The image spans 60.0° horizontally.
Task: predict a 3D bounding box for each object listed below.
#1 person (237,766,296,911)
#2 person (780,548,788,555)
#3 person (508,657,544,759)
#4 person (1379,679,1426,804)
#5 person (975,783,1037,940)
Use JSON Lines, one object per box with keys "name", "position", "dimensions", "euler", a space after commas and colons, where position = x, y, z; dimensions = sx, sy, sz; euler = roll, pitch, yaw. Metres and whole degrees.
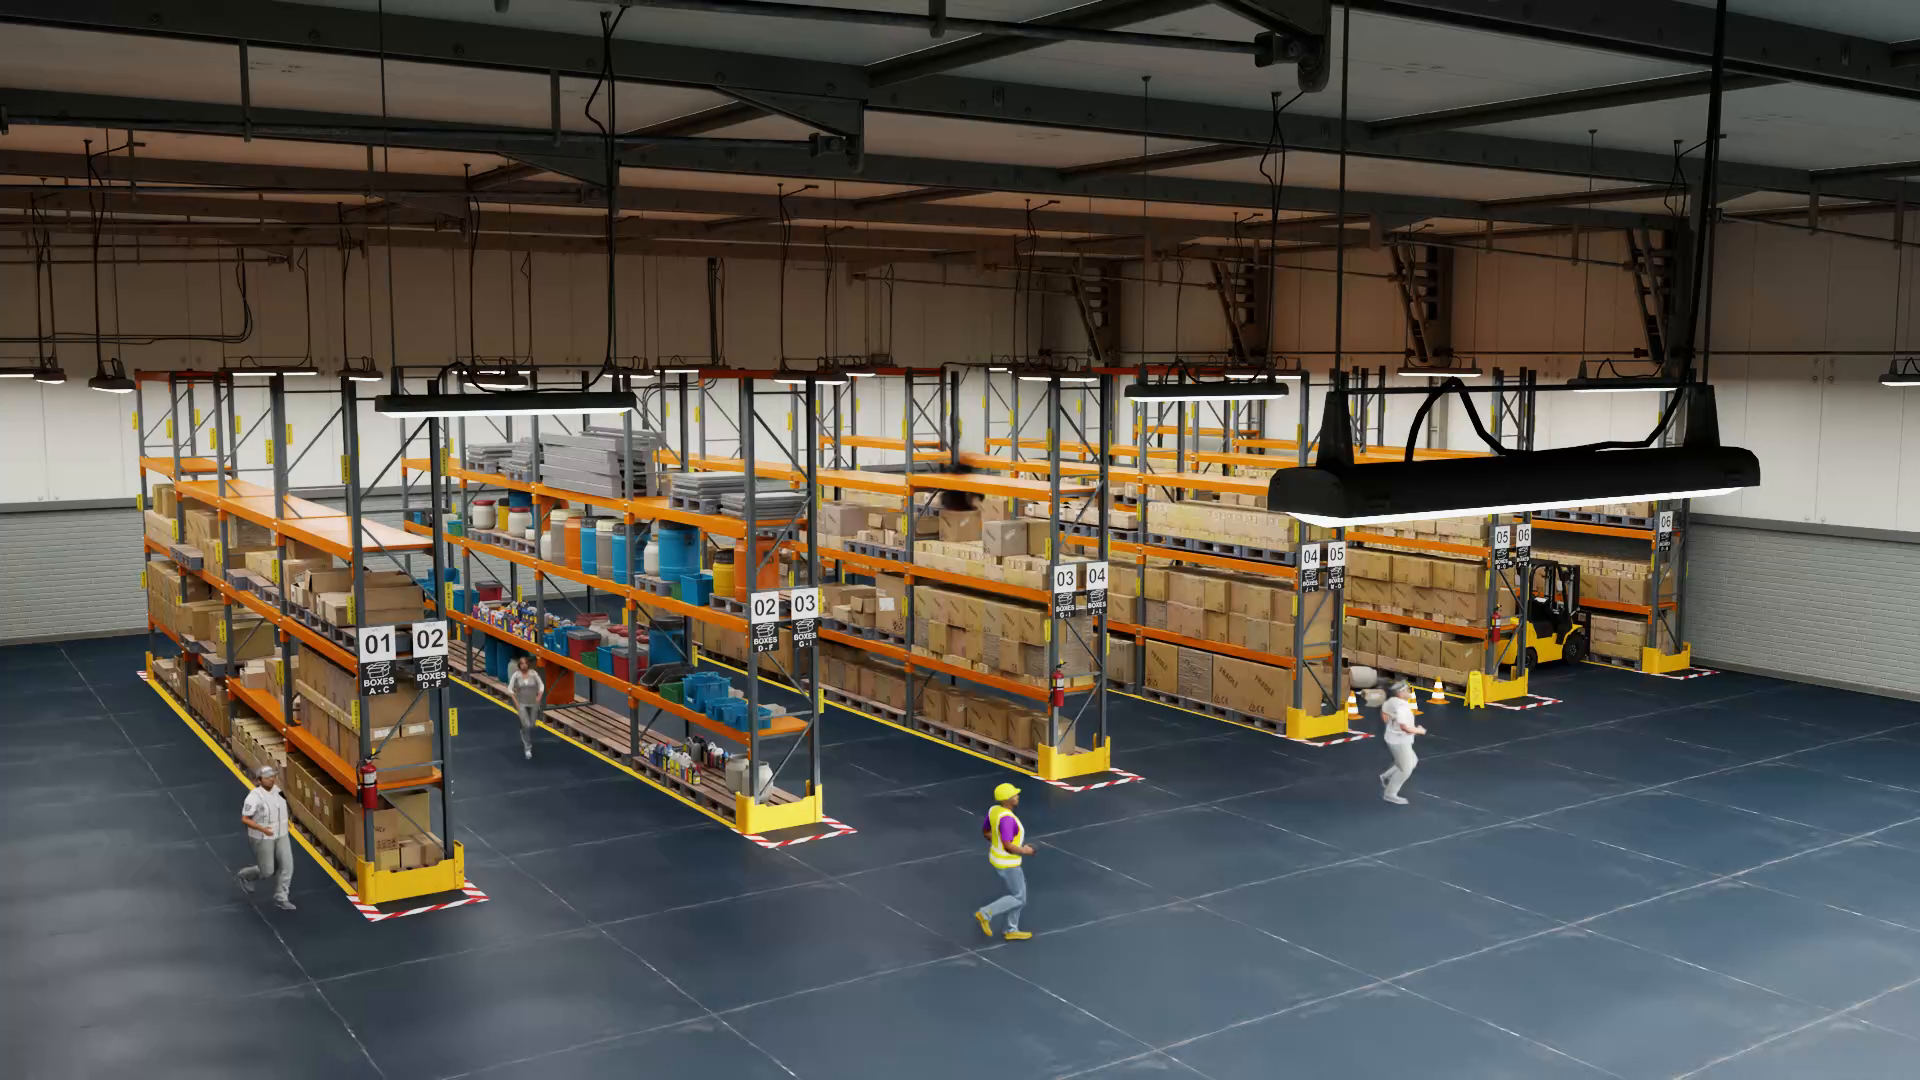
{"name": "person", "position": [-7.912, 3.392, 18.997], "dimensions": [0.779, 1.641, 0.607], "euler": [3, 7, 28]}
{"name": "person", "position": [-4.297, 0.972, 40.155], "dimensions": [0.636, 1.633, 0.951], "euler": [0, 6, 3]}
{"name": "person", "position": [-6.836, 2.606, 26.198], "dimensions": [0.555, 1.602, 0.659], "euler": [-3, 7, -22]}
{"name": "person", "position": [6.252, 2.822, 23.406], "dimensions": [0.553, 1.755, 0.716], "euler": [0, 6, 1]}
{"name": "person", "position": [0.459, 3.460, 17.864], "dimensions": [0.668, 1.725, 0.704], "euler": [-2, 7, -15]}
